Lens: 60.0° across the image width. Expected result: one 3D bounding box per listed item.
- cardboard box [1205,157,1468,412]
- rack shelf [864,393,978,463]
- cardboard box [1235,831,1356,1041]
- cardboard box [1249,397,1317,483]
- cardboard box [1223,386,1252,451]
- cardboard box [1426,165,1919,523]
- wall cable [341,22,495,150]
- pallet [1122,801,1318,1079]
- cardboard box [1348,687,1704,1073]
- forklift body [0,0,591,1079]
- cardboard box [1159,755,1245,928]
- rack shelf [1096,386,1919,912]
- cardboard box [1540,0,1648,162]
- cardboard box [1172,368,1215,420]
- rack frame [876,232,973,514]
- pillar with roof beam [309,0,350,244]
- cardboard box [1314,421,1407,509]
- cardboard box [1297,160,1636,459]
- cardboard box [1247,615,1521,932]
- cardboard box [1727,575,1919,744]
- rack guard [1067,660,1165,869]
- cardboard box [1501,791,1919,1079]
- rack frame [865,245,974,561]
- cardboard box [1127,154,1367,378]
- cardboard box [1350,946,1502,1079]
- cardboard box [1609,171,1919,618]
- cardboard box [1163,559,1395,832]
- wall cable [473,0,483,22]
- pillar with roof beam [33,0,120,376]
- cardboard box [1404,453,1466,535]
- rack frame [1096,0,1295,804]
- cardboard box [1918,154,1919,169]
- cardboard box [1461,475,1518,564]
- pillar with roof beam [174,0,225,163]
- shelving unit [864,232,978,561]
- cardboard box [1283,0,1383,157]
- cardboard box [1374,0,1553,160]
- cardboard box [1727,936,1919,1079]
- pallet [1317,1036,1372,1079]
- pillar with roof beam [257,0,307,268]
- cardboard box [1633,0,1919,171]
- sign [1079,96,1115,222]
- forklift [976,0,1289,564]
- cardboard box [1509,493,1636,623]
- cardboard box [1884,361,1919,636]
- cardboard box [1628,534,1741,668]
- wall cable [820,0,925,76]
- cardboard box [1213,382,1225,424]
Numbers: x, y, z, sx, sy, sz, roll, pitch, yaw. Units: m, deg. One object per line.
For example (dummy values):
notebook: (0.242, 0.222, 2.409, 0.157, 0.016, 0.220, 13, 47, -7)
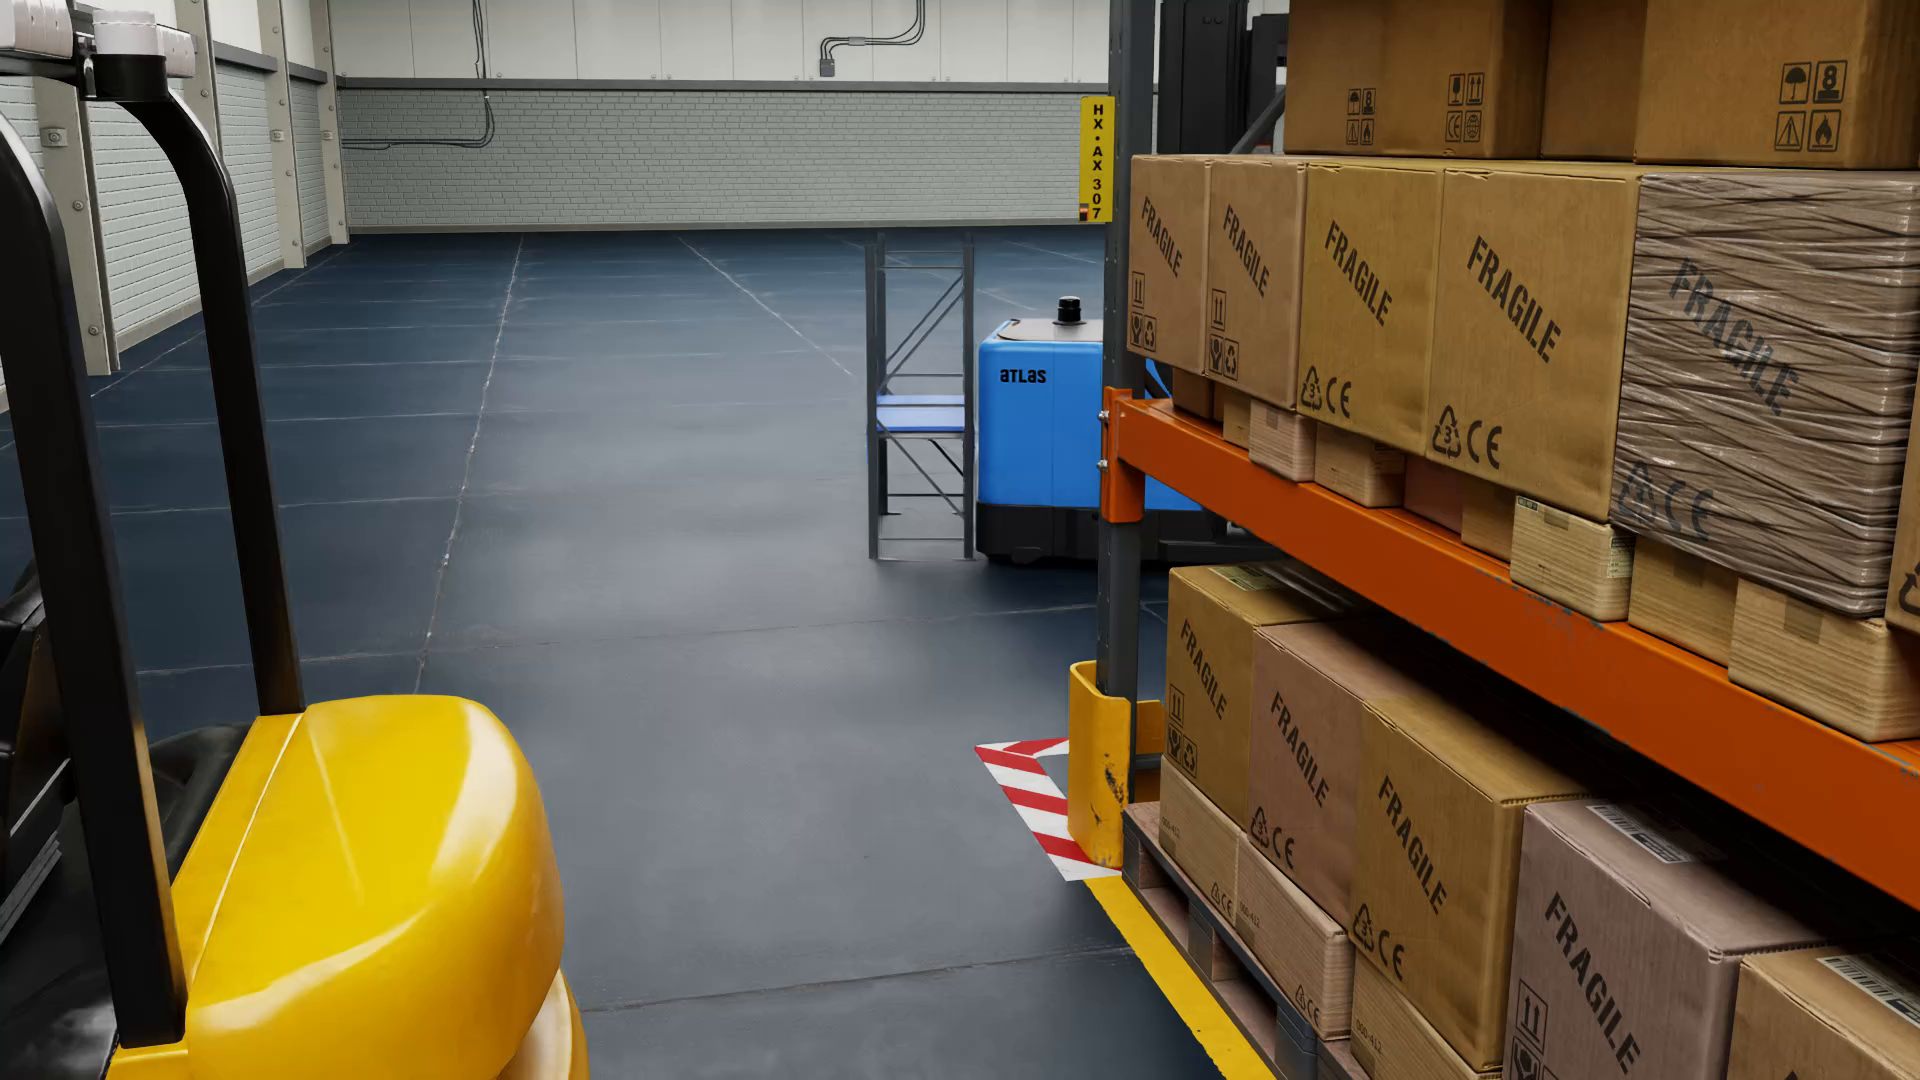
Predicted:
cardboard box: (0.861, -0.572, 3.611, 0.500, 0.500, 0.500, -3, 14, -11)
rack shelf: (-0.185, -0.576, 8.382, 0.538, 0.185, 1.000, 0, 14, 0)
cardboard box: (0.928, 0.828, 3.625, 0.500, 0.250, 0.500, -3, 14, -11)
cardboard box: (0.845, -0.227, 3.565, 0.380, 0.149, 0.250, -3, 14, -12)
cardboard box: (0.830, -0.288, 3.815, 0.380, 0.149, 0.250, -4, 14, -15)
cardboard box: (1.110, -0.338, 2.652, 0.500, 0.500, 0.500, -4, 14, -14)
wall cable: (-11.094, -9.215, 33.726, 3.097, 2.526, 0.112, -3, 14, -13)
pallet: (1.069, 0.938, 4.141, 1.003, 0.211, 1.213, -3, 14, -13)
cardboard box: (1.059, 0.588, 3.029, 0.500, 0.500, 0.500, -3, 14, -12)
forklift body: (-1.710, 0.403, 2.247, 2.313, 2.155, 1.214, -3, 14, -13)
cardboard box: (0.816, 0.710, 4.109, 0.500, 0.250, 0.500, -3, 14, -14)
rack shelf: (1.365, 0.188, 2.854, 1.077, 0.370, 4.000, -3, 14, -13)
cardboard box: (1.559, -0.967, 3.121, 0.700, 0.500, 0.500, -3, 14, -14)
cardboard box: (0.774, -0.411, 4.319, 0.380, 0.149, 0.250, -3, 14, -13)
rack frame: (-0.185, -0.871, 8.833, 0.500, 1.500, 0.032, 0, 14, 0)
pillar with roof beam: (-7.503, -10.210, 31.256, 9.100, 9.000, 0.400, -3, 14, -13)
cardboard box: (0.939, -0.169, 3.328, 0.380, 0.149, 0.250, -3, 14, -12)
cardboard box: (0.982, -0.455, 3.130, 0.500, 0.500, 0.500, -4, 14, -14)
cardboard box: (0.949, 0.472, 3.505, 0.500, 0.500, 0.500, -4, 14, -15)
cardboard box: (1.221, 0.130, 2.102, 0.380, 0.149, 0.250, -3, 14, -14)
rack guard: (0.913, 0.609, 4.882, 1.175, 0.500, 0.348, -3, 14, -13)
cardboard box: (1.193, 0.711, 2.526, 0.500, 0.500, 0.500, -3, 14, -10)
rack frame: (-0.186, -0.630, 7.845, 0.500, 1.500, 0.032, 0, 14, 0)
cardboard box: (0.737, -0.691, 4.099, 0.500, 0.500, 0.500, -4, 14, -14)
cardboard box: (1.069, 0.954, 3.113, 0.500, 0.250, 0.500, -2, 14, -9)
cardboard box: (1.235, -0.220, 2.169, 0.500, 0.500, 0.500, -3, 14, -12)
cardboard box: (0.822, 0.351, 3.997, 0.500, 0.500, 0.500, -4, 14, -15)
wall cable: (-8.464, -11.819, 33.744, 3.097, 2.526, 0.112, -3, 14, -13)
pillar with roof beam: (-3.275, -6.057, 14.259, 9.100, 9.000, 0.400, -3, 14, -13)
cardboard box: (1.059, -0.111, 3.092, 0.380, 0.149, 0.250, -3, 14, -11)
rack frame: (0.895, -0.623, 4.657, 1.000, 3.000, 0.127, -3, 14, -13)
cardboard box: (1.752, -0.729, 2.147, 0.700, 0.500, 0.500, -4, 14, -14)
cardboard box: (1.092, -0.049, 2.836, 0.380, 0.149, 0.250, -4, 14, -15)
pillar with roof beam: (-4.684, -7.441, 19.925, 9.100, 9.000, 0.400, -3, 14, -13)
shelving unit: (-0.185, -0.751, 8.339, 0.538, 1.500, 1.048, 0, 14, 0)
cardboard box: (1.227, -1.196, 4.059, 0.700, 0.500, 0.500, -4, 14, -15)
cardboard box: (1.339, -1.079, 3.579, 0.700, 0.500, 0.500, -3, 14, -13)
cardboard box: (1.314, 0.828, 2.045, 0.500, 0.500, 0.500, -3, 14, -12)
pallet: (1.352, 1.219, 2.991, 1.003, 0.211, 1.213, -3, 14, -13)
pillar with roof beam: (-6.093, -8.826, 25.590, 9.100, 9.000, 0.400, -3, 14, -13)
cardboard box: (1.541, -0.844, 2.618, 0.700, 0.500, 0.500, -3, 14, -14)
sign: (0.368, -1.013, 4.430, 0.100, 0.325, 0.005, -3, 14, -13)
forklift: (1.635, -1.362, 7.824, 3.031, 2.935, 1.130, 2, 14, 8)
cardboard box: (1.094, 0.012, 2.585, 0.380, 0.149, 0.250, -3, 14, -13)
cardboard box: (1.361, -0.100, 1.680, 0.500, 0.500, 0.500, -3, 14, -11)
cardboard box: (1.190, 0.070, 2.351, 0.380, 0.149, 0.250, -4, 14, -14)
wall cable: (-1.862, -12.901, 35.105, 2.305, 6.003, 0.169, -3, 14, -13)
cardboard box: (0.847, -0.354, 4.084, 0.380, 0.149, 0.250, -3, 14, -12)
